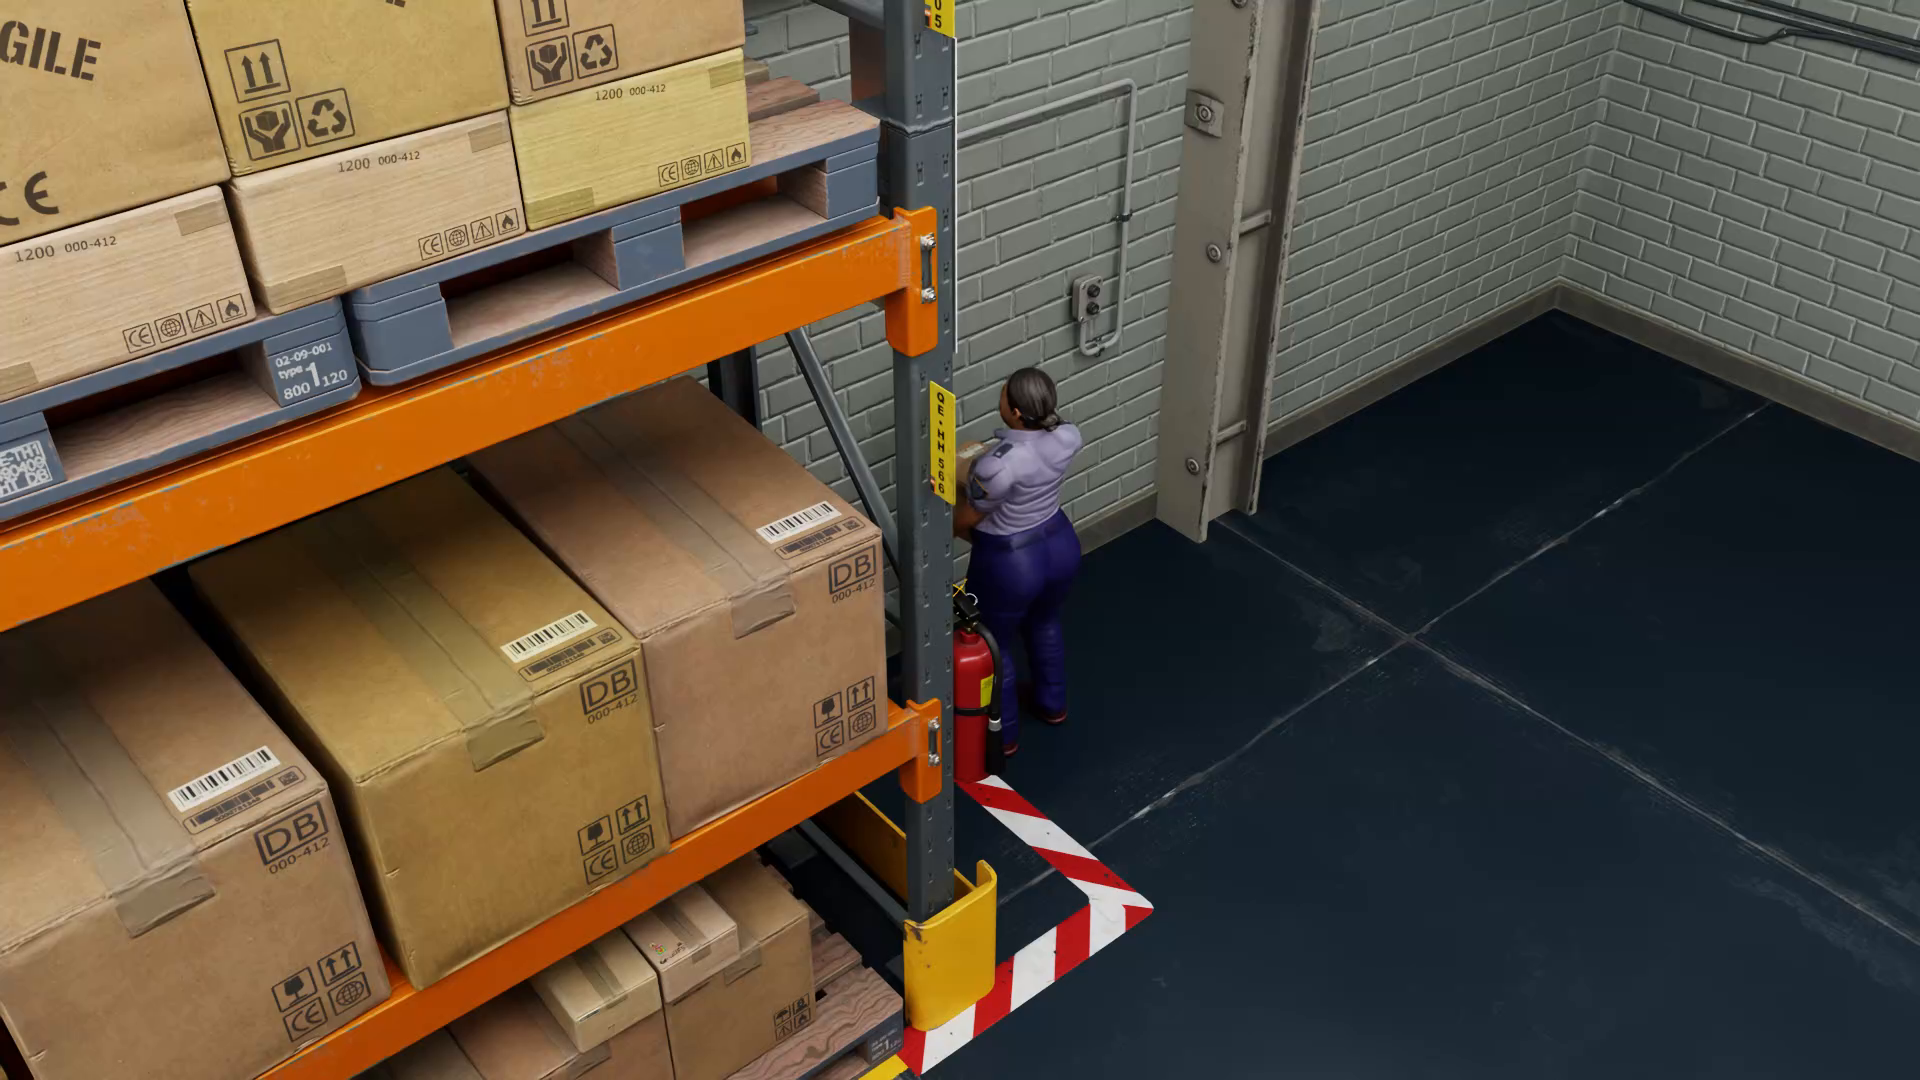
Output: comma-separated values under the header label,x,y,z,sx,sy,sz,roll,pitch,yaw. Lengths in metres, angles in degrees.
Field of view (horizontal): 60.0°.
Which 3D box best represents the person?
label,x,y,z,sx,sy,sz,roll,pitch,yaw
person,0.164,0.044,6.120,0.451,1.630,0.516,-28,44,-32
